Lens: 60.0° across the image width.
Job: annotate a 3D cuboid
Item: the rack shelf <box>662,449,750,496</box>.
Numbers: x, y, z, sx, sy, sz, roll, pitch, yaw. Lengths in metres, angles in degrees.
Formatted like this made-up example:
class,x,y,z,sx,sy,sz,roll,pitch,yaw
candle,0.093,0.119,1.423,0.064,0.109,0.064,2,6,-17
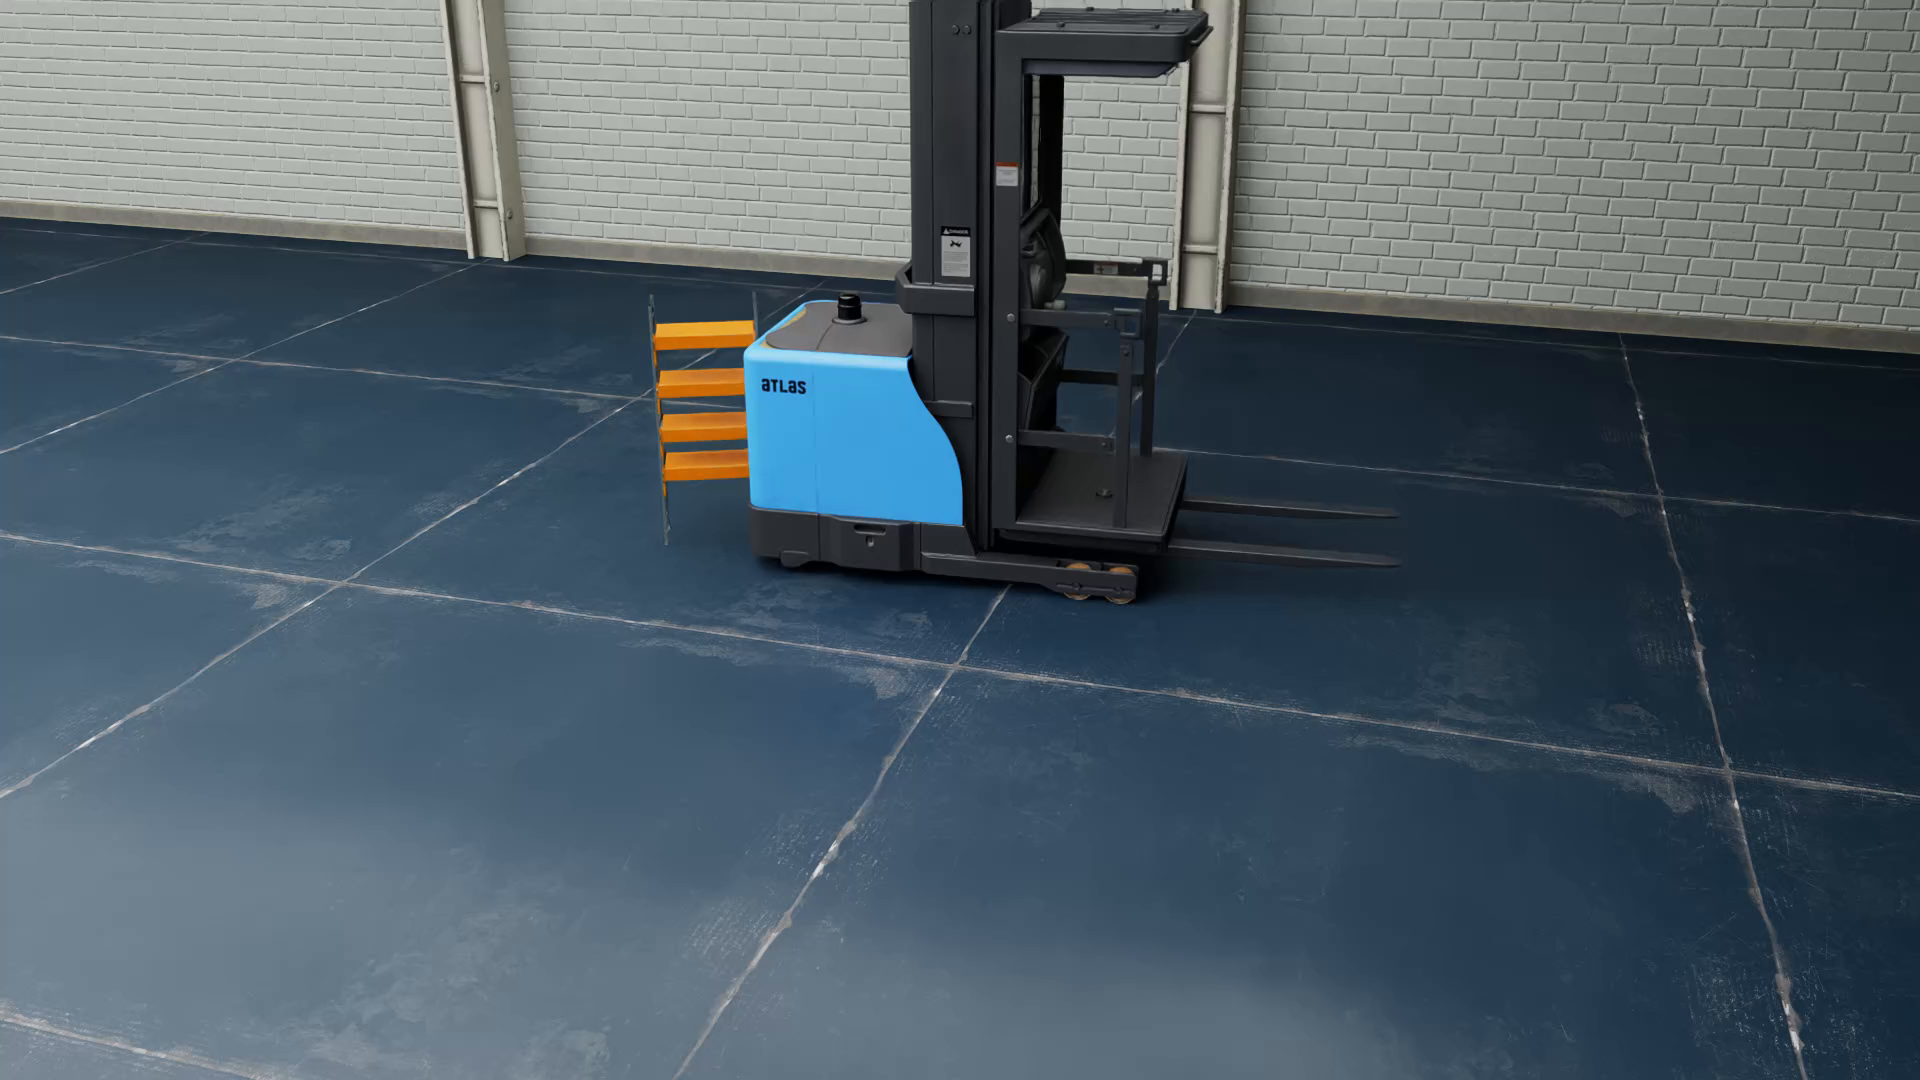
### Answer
class,x,y,z,sx,sy,sz,roll,pitch,yaw
rack shelf,-1.221,-0.342,8.224,0.480,0.148,0.258,-3,22,-7

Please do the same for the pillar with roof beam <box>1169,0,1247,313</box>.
class,x,y,z,sx,sy,sz,roll,pitch,yaw
pillar with roof beam,0.562,-4.366,7.055,0.400,9.000,9.100,7,23,16

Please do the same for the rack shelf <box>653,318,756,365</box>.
class,x,y,z,sx,sy,sz,roll,pitch,yaw
rack shelf,-1.221,-0.952,7.974,0.480,0.148,0.258,-3,22,-7

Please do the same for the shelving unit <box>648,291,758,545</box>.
class,x,y,z,sx,sy,sz,roll,pitch,yaw
shelving unit,-1.221,-0.588,8.123,0.503,1.200,0.258,-3,22,-7

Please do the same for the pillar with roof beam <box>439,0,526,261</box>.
class,x,y,z,sx,sy,sz,roll,pitch,yaw
pillar with roof beam,-5.182,-5.023,8.659,0.400,9.000,9.100,7,23,16

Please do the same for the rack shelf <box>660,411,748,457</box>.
class,x,y,z,sx,sy,sz,roll,pitch,yaw
rack shelf,-1.221,-0.526,8.149,0.480,0.148,0.258,-3,22,-7

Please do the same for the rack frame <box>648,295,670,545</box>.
class,x,y,z,sx,sy,sz,roll,pitch,yaw
rack frame,-1.463,-0.576,8.093,0.015,1.200,0.240,-3,22,-7

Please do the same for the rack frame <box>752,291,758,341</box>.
class,x,y,z,sx,sy,sz,roll,pitch,yaw
rack frame,-0.979,-0.601,8.154,0.015,1.200,0.240,-3,22,-7

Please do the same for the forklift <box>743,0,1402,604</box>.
class,x,y,z,sx,sy,sz,roll,pitch,yaw
forklift,0.566,-1.286,7.543,3.031,2.935,1.130,5,23,12

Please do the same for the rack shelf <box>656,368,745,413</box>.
class,x,y,z,sx,sy,sz,roll,pitch,yaw
rack shelf,-1.221,-0.733,8.064,0.480,0.148,0.258,-3,22,-7
